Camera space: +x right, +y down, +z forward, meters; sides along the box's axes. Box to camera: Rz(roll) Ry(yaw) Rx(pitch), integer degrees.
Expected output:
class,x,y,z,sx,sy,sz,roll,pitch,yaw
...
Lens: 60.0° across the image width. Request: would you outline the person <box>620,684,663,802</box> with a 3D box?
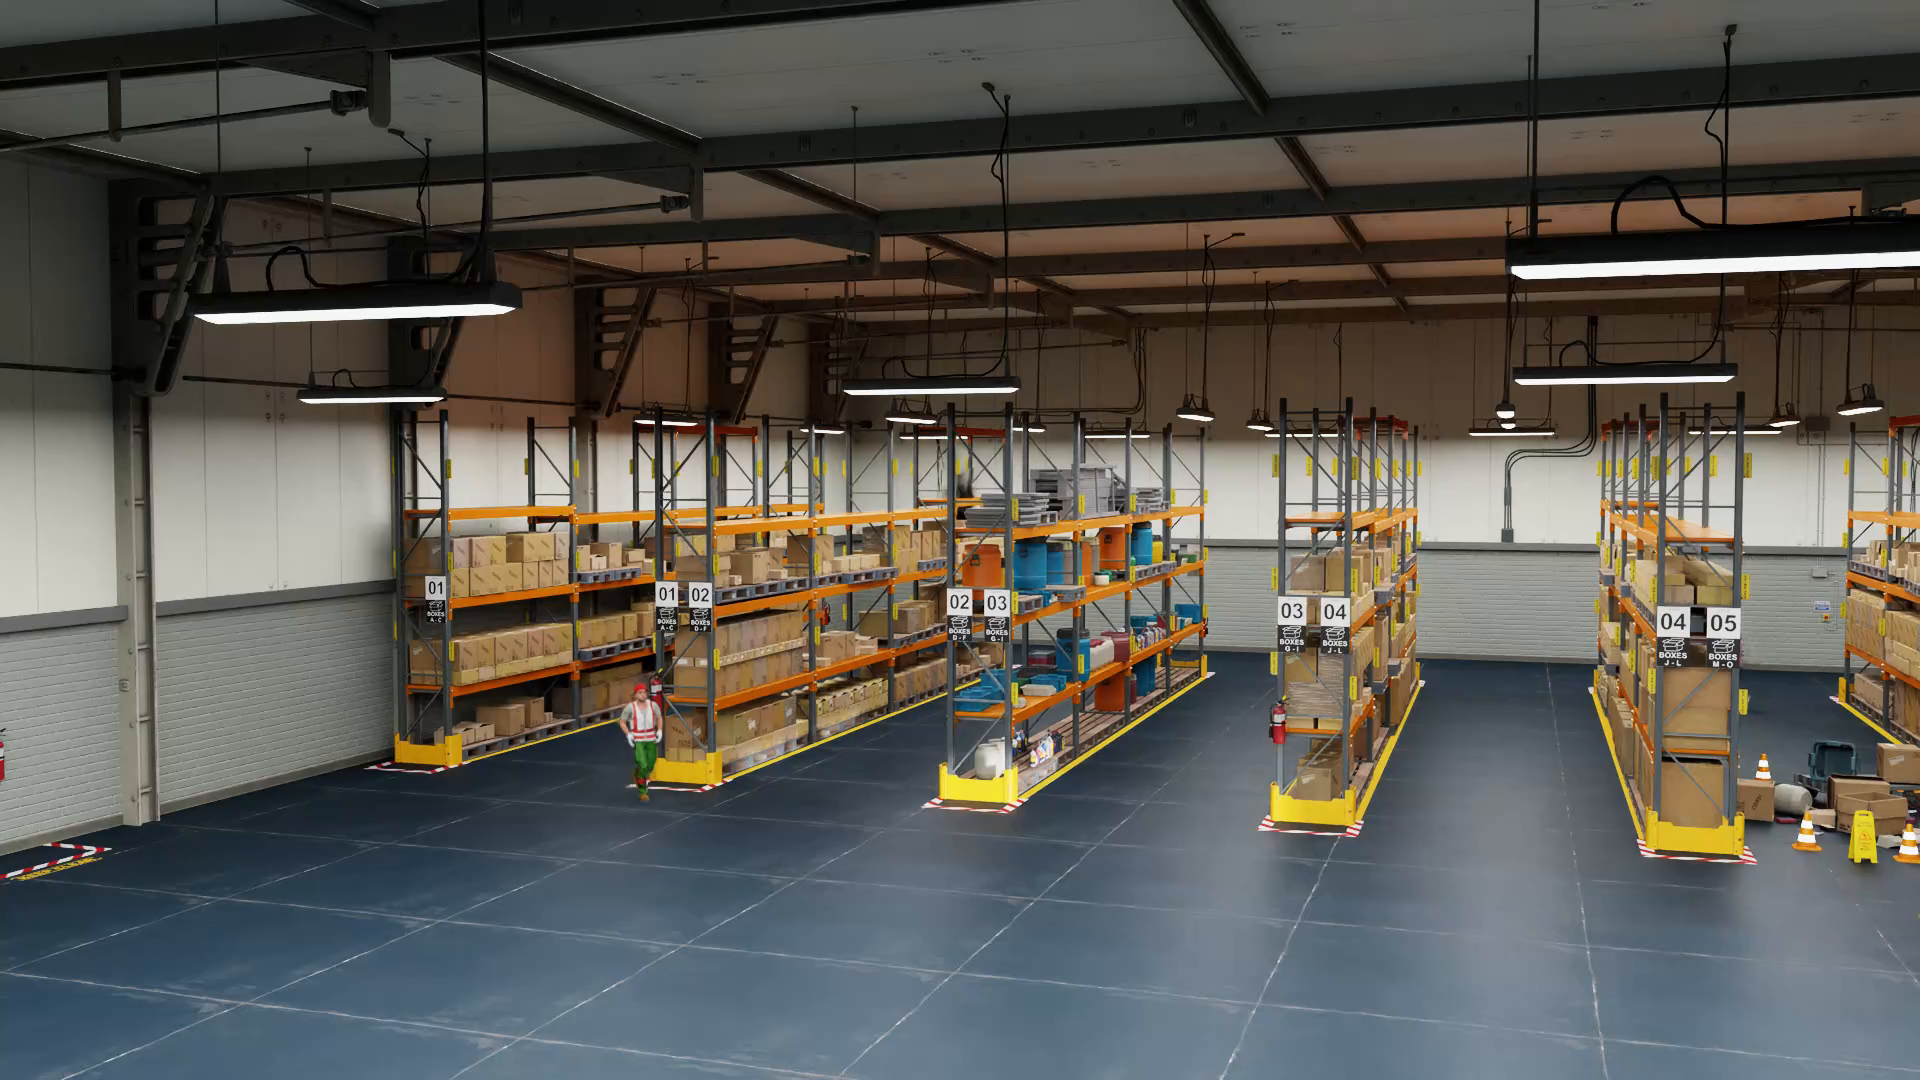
class,x,y,z,sx,sy,sz,roll,pitch,yaw
person,-4.850,3.048,25.260,0.662,1.776,0.691,-1,3,-29
